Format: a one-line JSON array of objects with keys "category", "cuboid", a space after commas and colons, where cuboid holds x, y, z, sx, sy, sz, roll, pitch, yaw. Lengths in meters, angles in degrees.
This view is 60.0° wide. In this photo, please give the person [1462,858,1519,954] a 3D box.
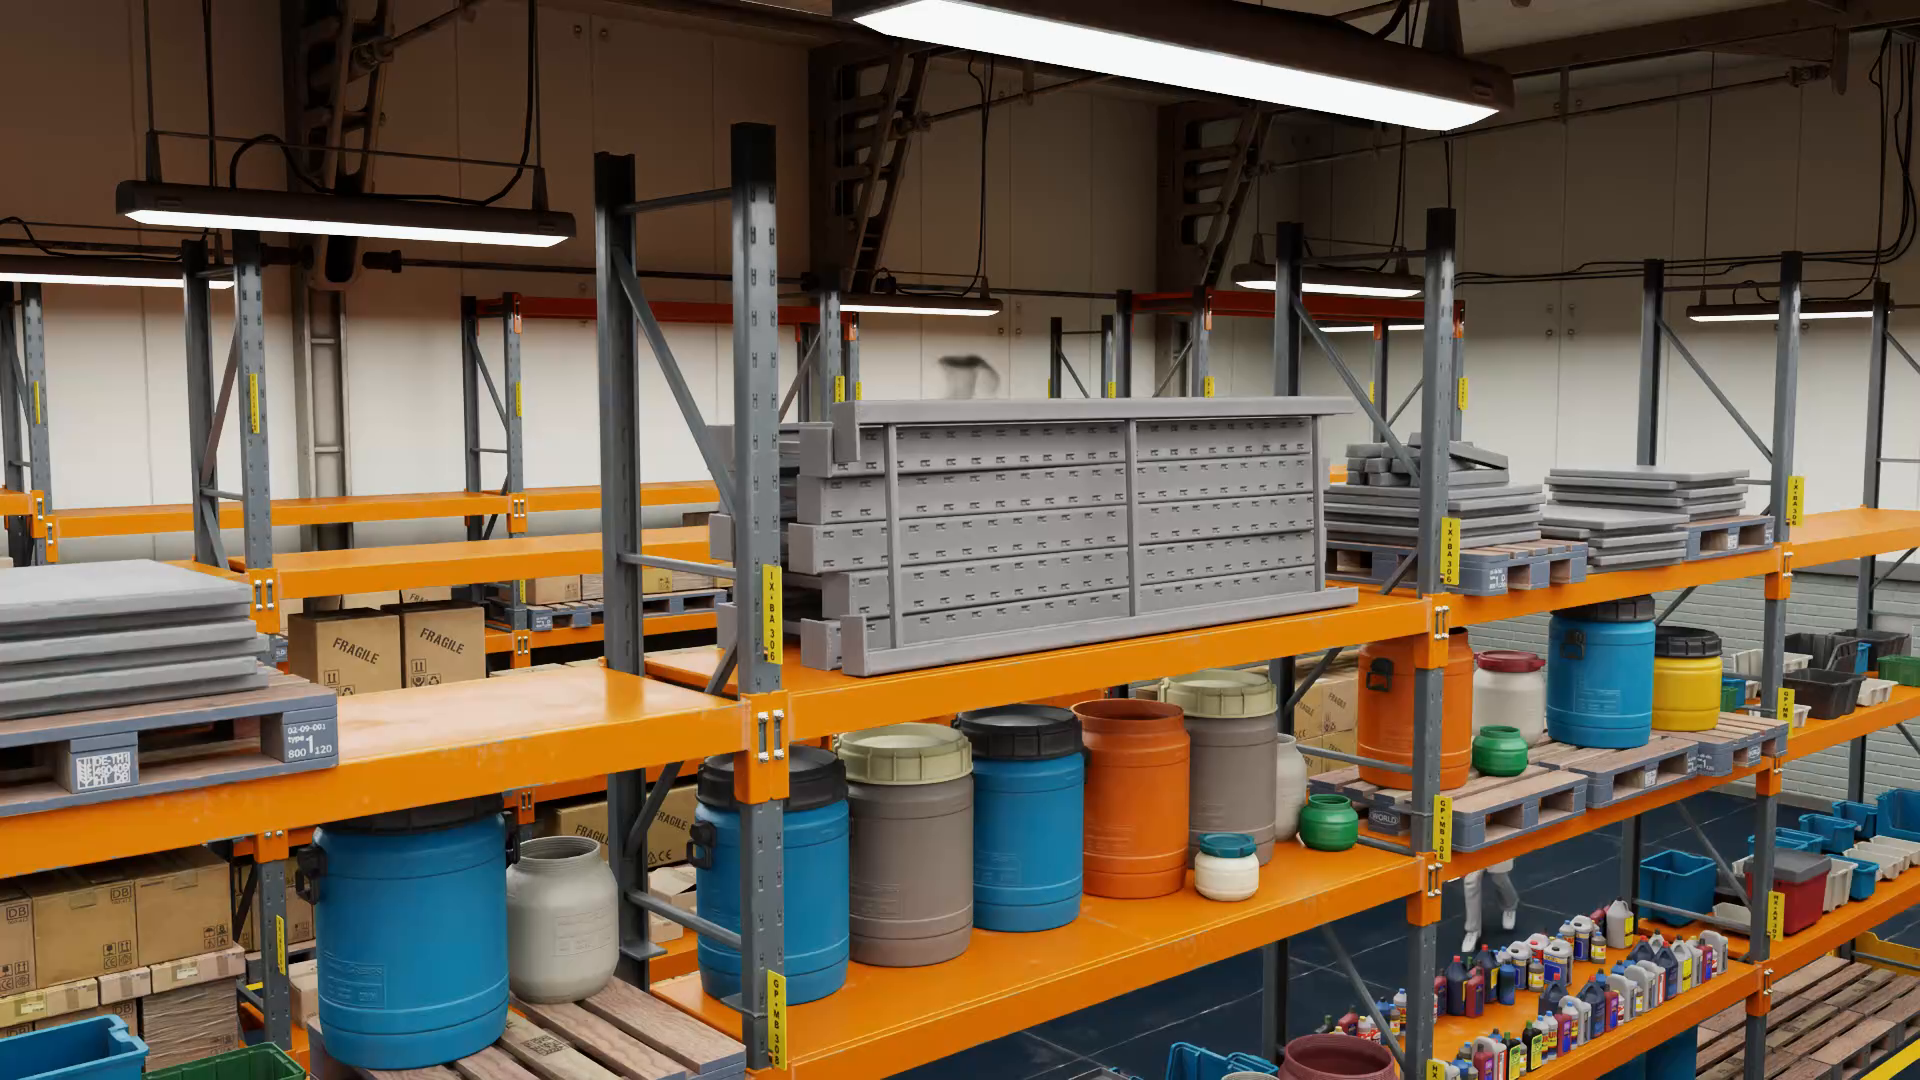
[{"category": "person", "cuboid": [4.894, 2.817, 15.400, 0.719, 1.810, 1.034, 3, 6, 30]}]
